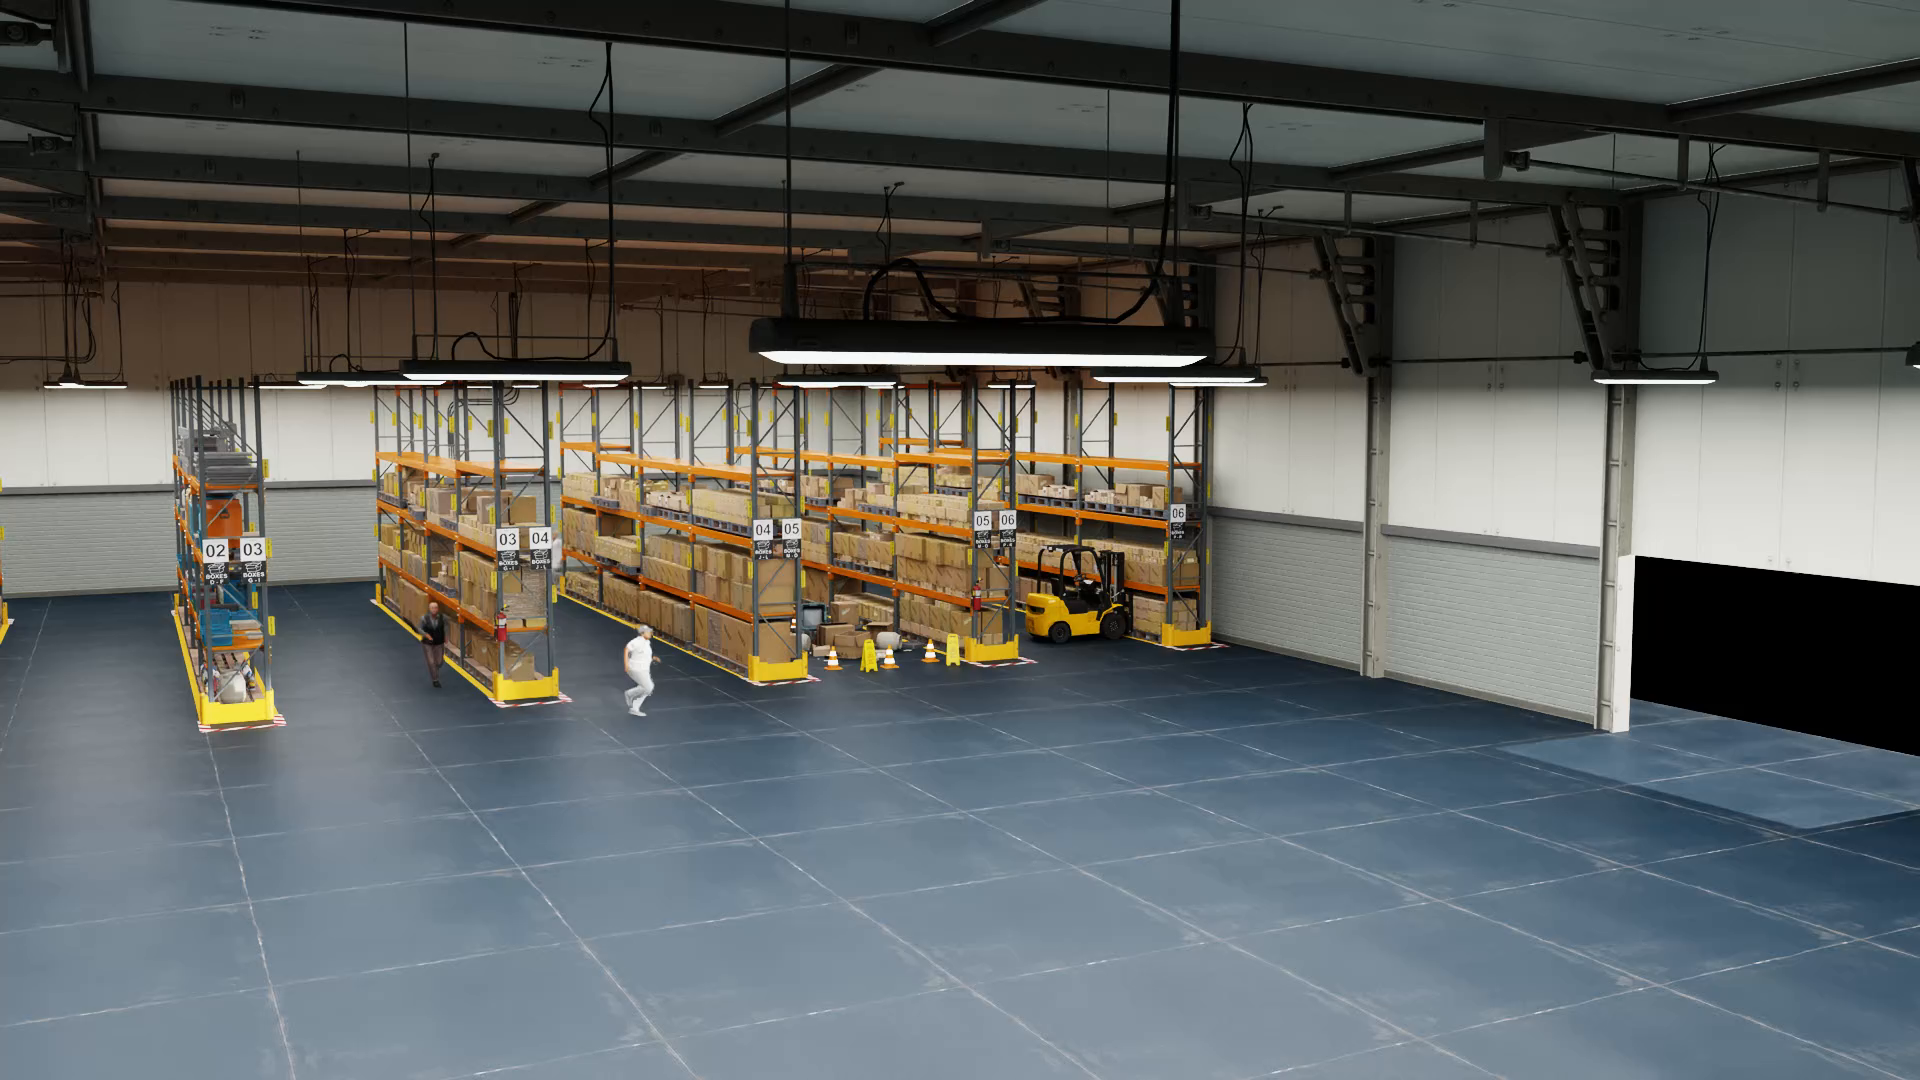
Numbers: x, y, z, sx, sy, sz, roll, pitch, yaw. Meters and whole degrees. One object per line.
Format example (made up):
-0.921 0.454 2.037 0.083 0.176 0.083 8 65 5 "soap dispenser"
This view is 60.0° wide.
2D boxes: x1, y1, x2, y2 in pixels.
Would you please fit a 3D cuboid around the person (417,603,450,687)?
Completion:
-10.230 2.028 32.344 0.646 1.668 0.746 -2 5 -22 "person"

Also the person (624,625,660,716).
-5.619 2.313 29.444 0.611 1.618 0.646 1 5 12 "person"

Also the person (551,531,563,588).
-11.739 0.579 48.236 0.741 1.706 0.609 4 7 39 "person"

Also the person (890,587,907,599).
-1.584 0.926 43.664 0.627 1.562 0.848 -3 6 -34 "person"
